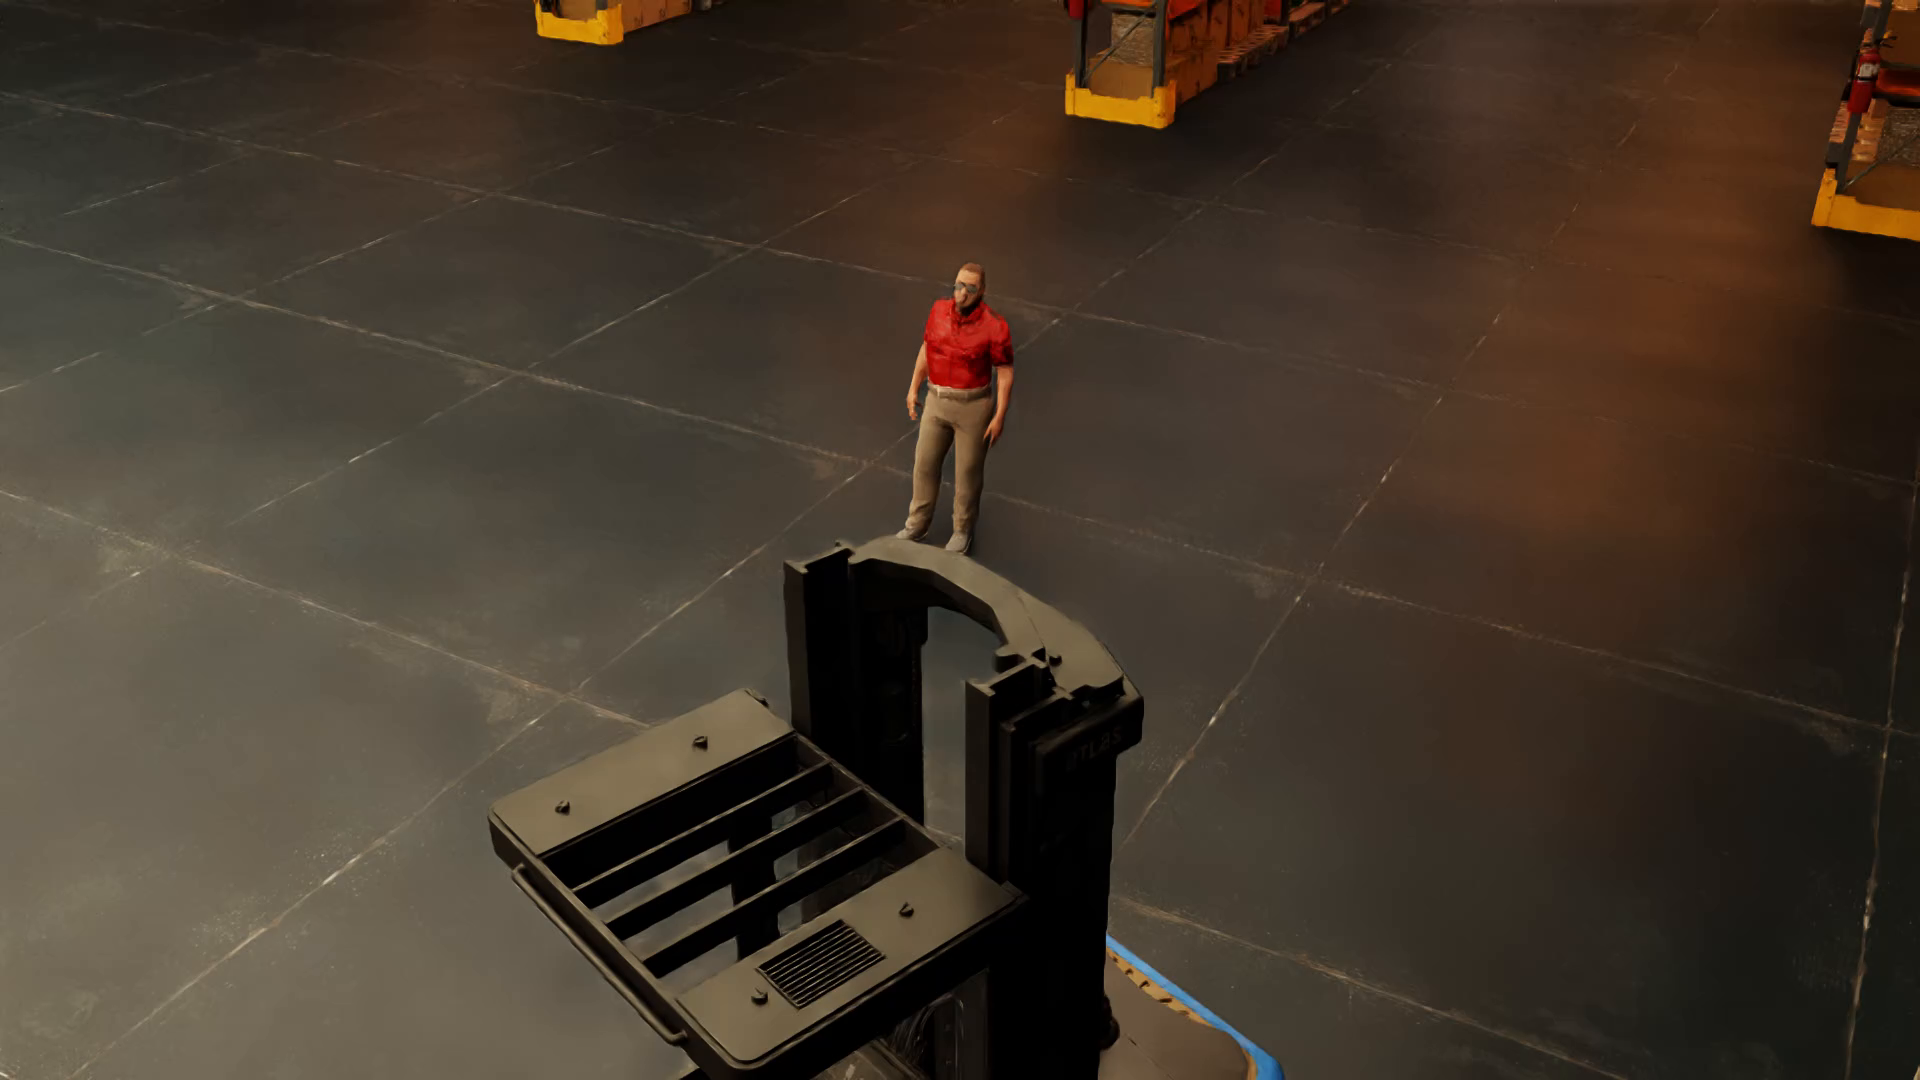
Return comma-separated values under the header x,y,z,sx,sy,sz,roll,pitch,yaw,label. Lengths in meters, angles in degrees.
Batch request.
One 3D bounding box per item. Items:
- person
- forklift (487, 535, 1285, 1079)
x,y,z,sx,sy,sz,roll,pitch,yaw,label
-0.054,-0.718,9.504,0.640,1.726,0.550,15,33,25,person
-0.431,1.573,4.346,3.031,2.935,1.130,-24,37,-35,forklift
